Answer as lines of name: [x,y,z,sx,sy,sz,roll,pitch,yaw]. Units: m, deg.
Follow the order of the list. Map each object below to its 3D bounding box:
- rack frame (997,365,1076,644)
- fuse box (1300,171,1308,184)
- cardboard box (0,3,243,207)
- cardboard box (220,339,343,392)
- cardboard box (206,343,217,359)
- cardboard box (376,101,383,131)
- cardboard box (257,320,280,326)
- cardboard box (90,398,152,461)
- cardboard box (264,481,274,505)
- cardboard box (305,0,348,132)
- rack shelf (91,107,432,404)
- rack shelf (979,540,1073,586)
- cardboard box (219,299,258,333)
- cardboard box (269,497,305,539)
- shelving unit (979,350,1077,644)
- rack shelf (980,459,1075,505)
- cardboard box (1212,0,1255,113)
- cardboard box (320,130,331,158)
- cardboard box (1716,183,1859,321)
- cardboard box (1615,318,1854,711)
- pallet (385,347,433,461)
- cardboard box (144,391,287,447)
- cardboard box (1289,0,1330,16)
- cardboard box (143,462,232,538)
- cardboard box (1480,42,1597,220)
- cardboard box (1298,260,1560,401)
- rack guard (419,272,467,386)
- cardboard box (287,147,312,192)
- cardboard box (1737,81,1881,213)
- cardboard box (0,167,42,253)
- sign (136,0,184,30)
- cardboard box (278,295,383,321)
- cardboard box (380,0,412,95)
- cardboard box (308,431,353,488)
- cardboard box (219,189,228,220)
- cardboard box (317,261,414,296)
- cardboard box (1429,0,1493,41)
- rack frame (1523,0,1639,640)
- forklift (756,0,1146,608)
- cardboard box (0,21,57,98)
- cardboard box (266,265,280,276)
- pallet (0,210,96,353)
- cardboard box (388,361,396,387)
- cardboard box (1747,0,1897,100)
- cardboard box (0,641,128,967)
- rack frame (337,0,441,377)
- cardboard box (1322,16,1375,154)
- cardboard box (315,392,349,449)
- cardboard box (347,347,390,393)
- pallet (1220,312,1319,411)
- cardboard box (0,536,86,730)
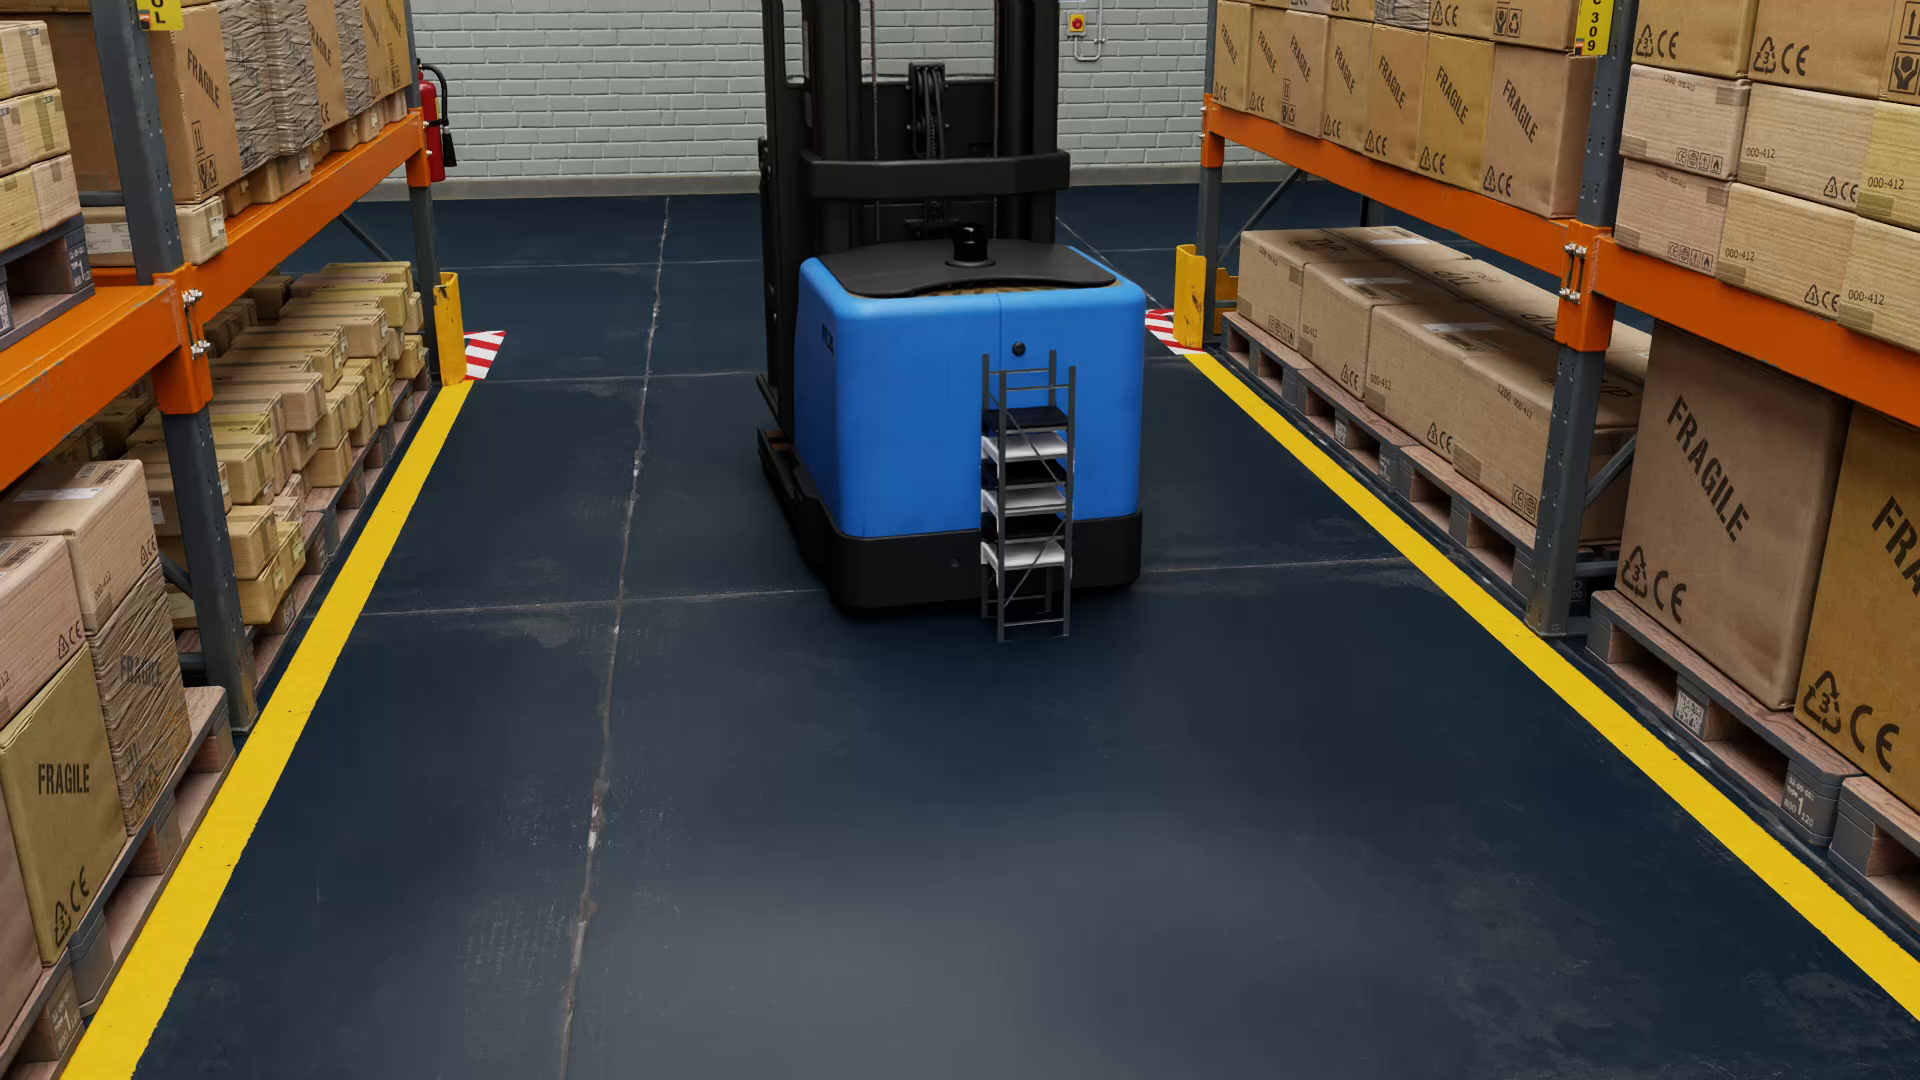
rack frame: [0.236,-0.100,5.198,0.240,0.900,0.006,-5,21,-13]
fuse box: [3.044,-3.919,14.263,0.539,1.711,0.414,-3,21,-8]
cardboard box: [-2.349,-1.217,4.618,0.500,0.500,0.500,-3,21,-9]
cardboard box: [-2.572,-0.658,6.315,0.380,0.149,0.250,-3,21,-7]
cardboard box: [-3.024,-0.636,6.255,0.380,0.149,0.250,-3,21,-8]
cardboard box: [-2.727,-1.841,7.216,0.380,0.149,0.250,-3,21,-8]
cardboard box: [-3.176,-0.859,7.279,0.380,0.149,0.250,-3,21,-7]
cardboard box: [-2.915,-0.362,5.523,0.380,0.149,0.250,-2,21,-6]
cardboard box: [-2.459,-0.154,5.391,0.380,0.149,0.250,-3,21,-8]
cardboard box: [-2.571,-1.748,6.041,0.500,0.500,0.500,-2,21,-5]
rack shelf: [-2.815,-1.202,6.174,1.077,0.370,4.000,-3,21,-8]
rack shelf: [0.212,0.065,5.365,0.258,0.077,0.200,-5,21,-13]
cardboard box: [-3.178,-0.908,6.983,0.380,0.149,0.250,-4,21,-10]
cardboard box: [-2.387,-0.025,5.471,0.380,0.149,0.250,-3,21,-8]
shelving unit: [0.212,-0.135,5.291,0.258,0.900,0.210,-5,21,-13]
rack shelf: [0.212,-0.188,5.271,0.258,0.077,0.200,-5,21,-13]
cardboard box: [1.565,-2.382,8.164,0.500,0.500,0.500,-3,21,-8]
cardboard box: [-2.678,-1.564,6.476,0.380,0.149,0.250,-4,21,-10]
cardboard box: [2.235,-0.716,4.060,0.500,0.250,0.500,-3,21,-9]
cardboard box: [2.525,-0.122,4.691,0.875,0.875,0.875,-2,21,-6]
pallet: [-3.011,-0.615,7.562,1.003,0.211,1.213,-3,21,-8]
cardboard box: [-2.498,-0.388,5.593,0.380,0.149,0.250,-3,21,-9]
cardboard box: [1.731,-2.494,7.035,0.500,0.500,0.500,-3,21,-8]
cardboard box: [-2.372,-0.116,4.863,0.380,0.149,0.250,-2,21,-6]
cardboard box: [2.037,-1.325,5.335,0.500,0.500,0.500,-3,21,-7]
cardboard box: [2.115,-0.972,7.594,0.875,0.438,0.875,-2,21,-6]
rack guard: [-3.093,-1.034,8.270,1.175,0.500,0.348,-3,21,-8]
cardboard box: [-2.482,-1.297,5.760,0.380,0.149,0.250,-2,21,-5]
cardboard box: [2.244,-0.949,3.970,0.500,0.250,0.500,-3,21,-7]
cardboard box: [-2.236,-0.708,3.583,0.380,0.149,0.250,-3,21,-7]
sign: [-1.978,-1.418,4.070,0.100,0.325,0.005,-3,21,-8]
cardboard box: [-2.659,-0.934,7.055,0.380,0.149,0.250,-4,21,-10]
cardboard box: [-2.784,-2.275,7.451,0.500,0.500,0.500,-2,21,-7]
cardboard box: [-2.489,-0.297,6.198,0.380,0.149,0.250,-3,21,-9]
cardboard box: [-2.445,-1.018,5.015,0.380,0.149,0.250,-4,21,-10]
cardboard box: [-2.776,-1.200,7.767,0.380,0.149,0.250,-3,21,-7]
cardboard box: [1.950,-1.972,5.636,0.500,0.500,0.500,-3,21,-9]
rack frame: [2.357,-1.131,4.957,1.000,3.000,0.127,-3,21,-8]
forklift: [-0.233,-1.634,6.401,1.130,2.935,3.031,-5,21,-13]
cardboard box: [-2.276,-1.075,3.715,0.380,0.149,0.250,-2,21,-5]
cardboard box: [-3.364,-1.172,7.692,0.380,0.149,0.250,-4,21,-10]
pallet: [-2.561,-0.484,3.500,1.003,0.211,1.213,-3,21,-8]
cardboard box: [-2.731,-0.741,7.387,0.380,0.149,0.250,-3,21,-8]
cardboard box: [2.236,-1.304,3.850,0.500,0.500,0.500,-3,21,-8]
cardboard box: [-2.097,0.549,3.431,0.500,0.500,0.500,-3,21,-9]
rack frame: [-3.104,-2.231,7.903,1.000,3.000,0.127,-3,21,-8]
cardboard box: [1.810,-1.859,6.762,0.500,0.500,0.500,-2,21,-6]
cardboard box: [-2.485,-0.435,6.142,0.380,0.149,0.250,-3,21,-8]
cardboard box: [-2.581,-0.705,6.865,0.380,0.149,0.250,-3,21,-7]
pallet: [1.973,-0.937,8.422,1.003,0.211,1.213,-3,21,-8]
cardboard box: [-2.109,0.201,3.293,0.500,0.250,0.500,-2,21,-5]
